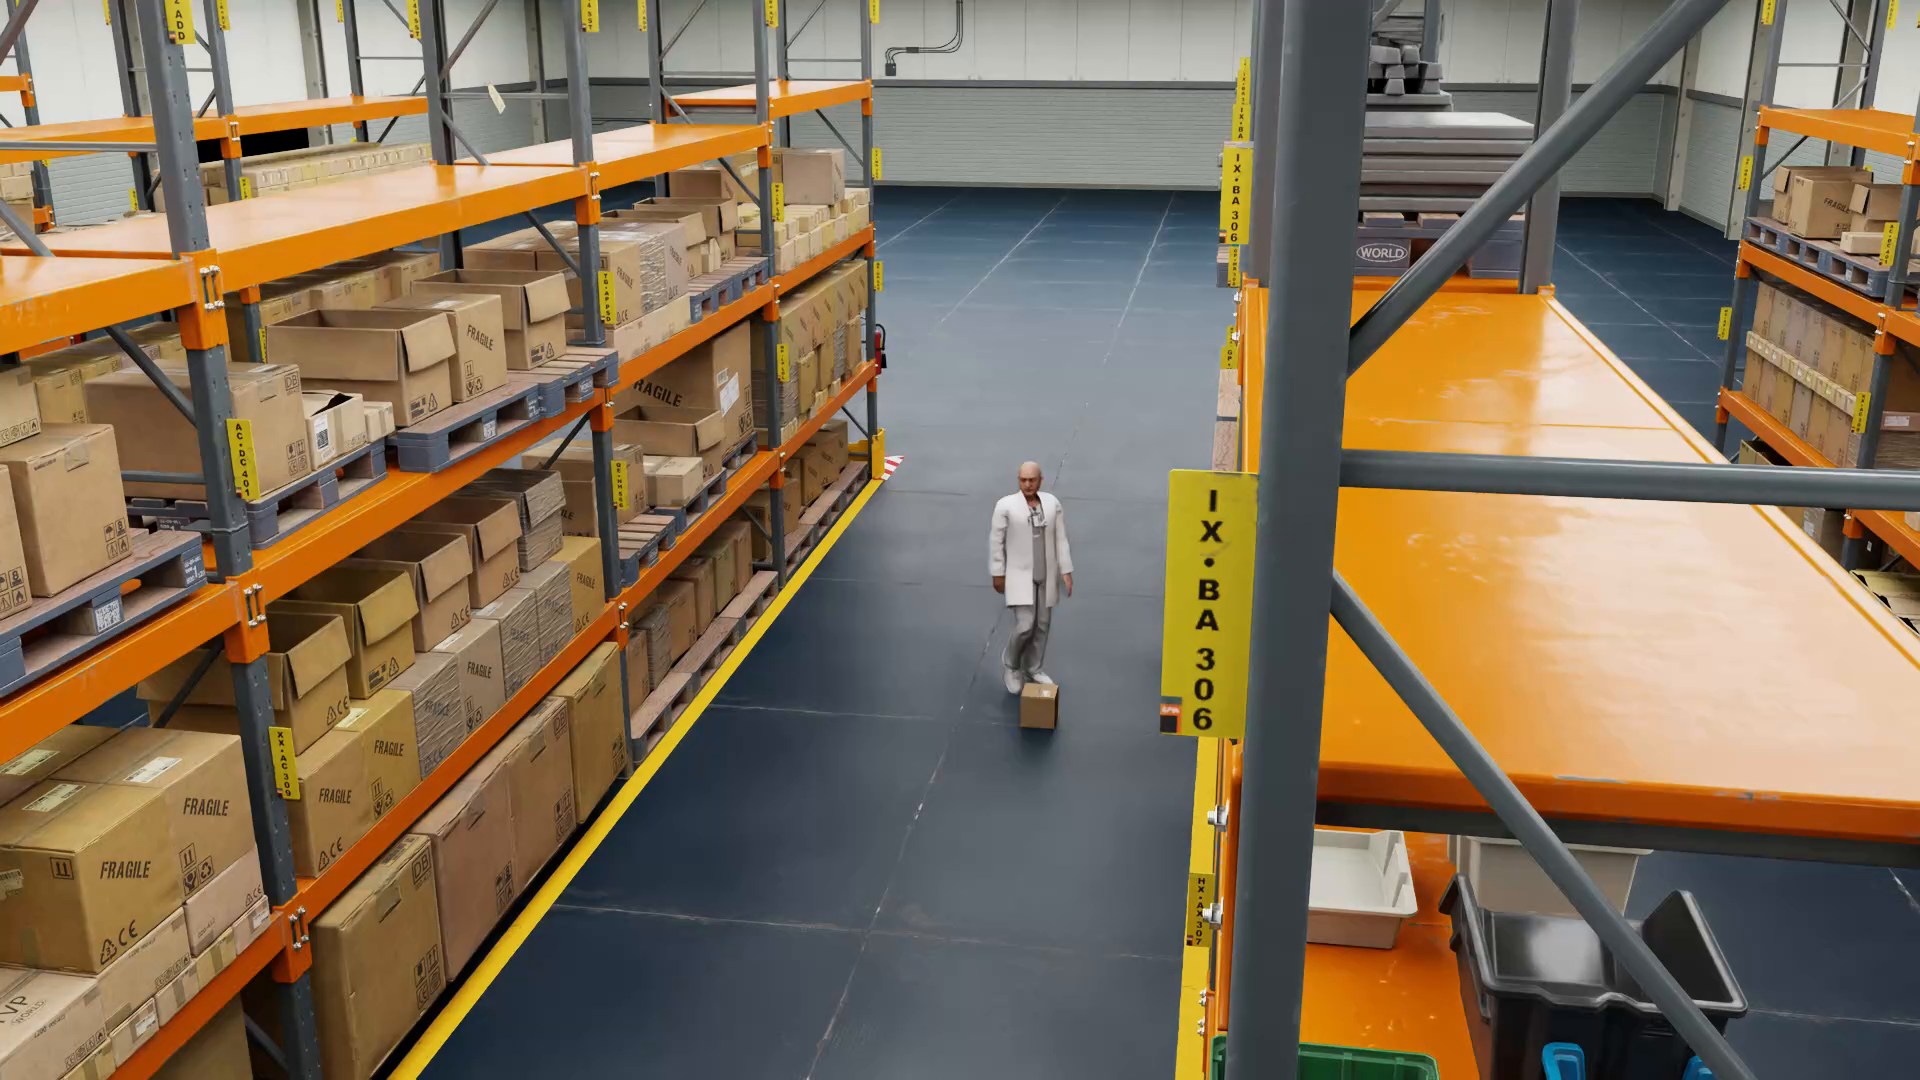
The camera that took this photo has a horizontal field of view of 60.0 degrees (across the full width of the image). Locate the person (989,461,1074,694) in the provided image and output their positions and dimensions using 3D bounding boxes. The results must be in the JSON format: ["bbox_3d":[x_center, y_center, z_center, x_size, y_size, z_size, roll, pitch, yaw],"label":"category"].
[{"bbox_3d":[0.563,0.299,12.605,0.595,1.801,0.465,-9,20,-25],"label":"person"}]
